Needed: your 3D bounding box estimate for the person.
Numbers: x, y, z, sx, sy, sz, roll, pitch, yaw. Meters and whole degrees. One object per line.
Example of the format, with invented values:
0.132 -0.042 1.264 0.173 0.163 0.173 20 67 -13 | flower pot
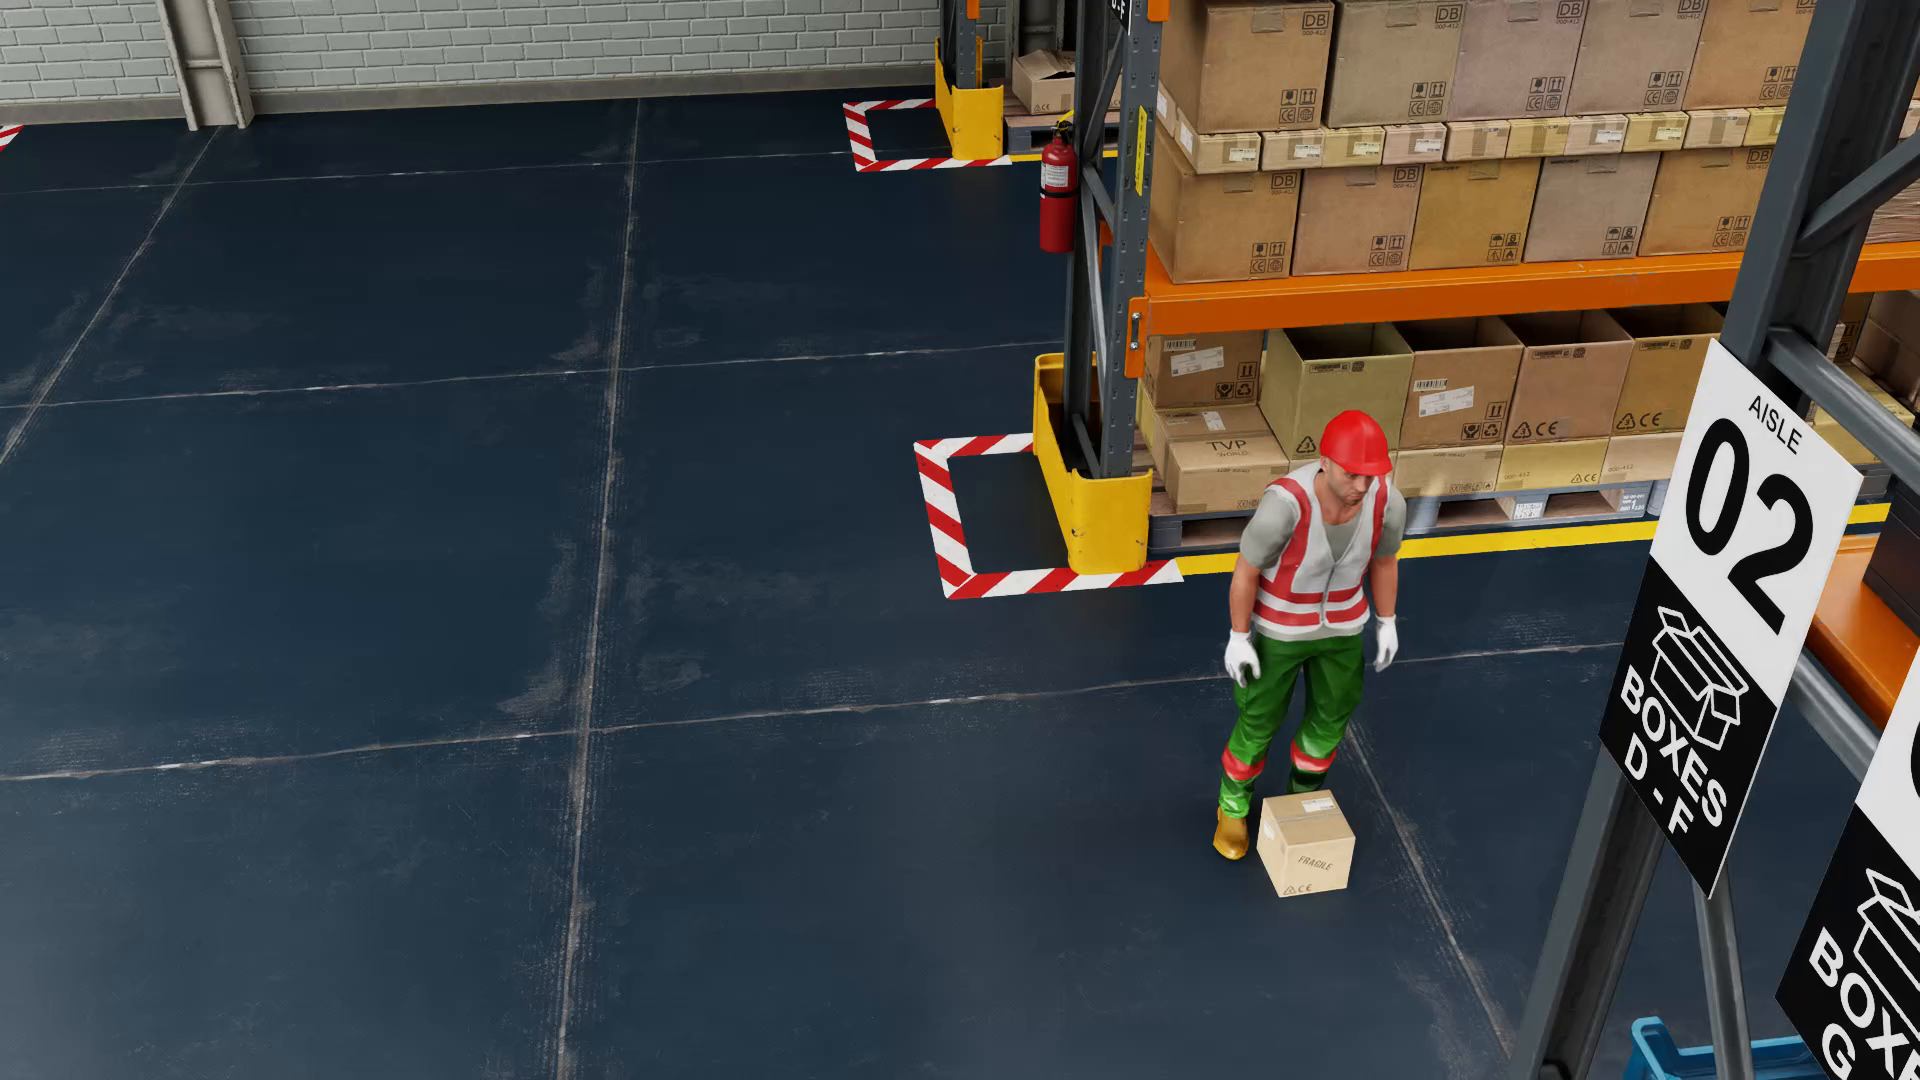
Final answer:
1.197 0.321 5.662 0.623 1.780 0.447 -6 35 -8 | person
